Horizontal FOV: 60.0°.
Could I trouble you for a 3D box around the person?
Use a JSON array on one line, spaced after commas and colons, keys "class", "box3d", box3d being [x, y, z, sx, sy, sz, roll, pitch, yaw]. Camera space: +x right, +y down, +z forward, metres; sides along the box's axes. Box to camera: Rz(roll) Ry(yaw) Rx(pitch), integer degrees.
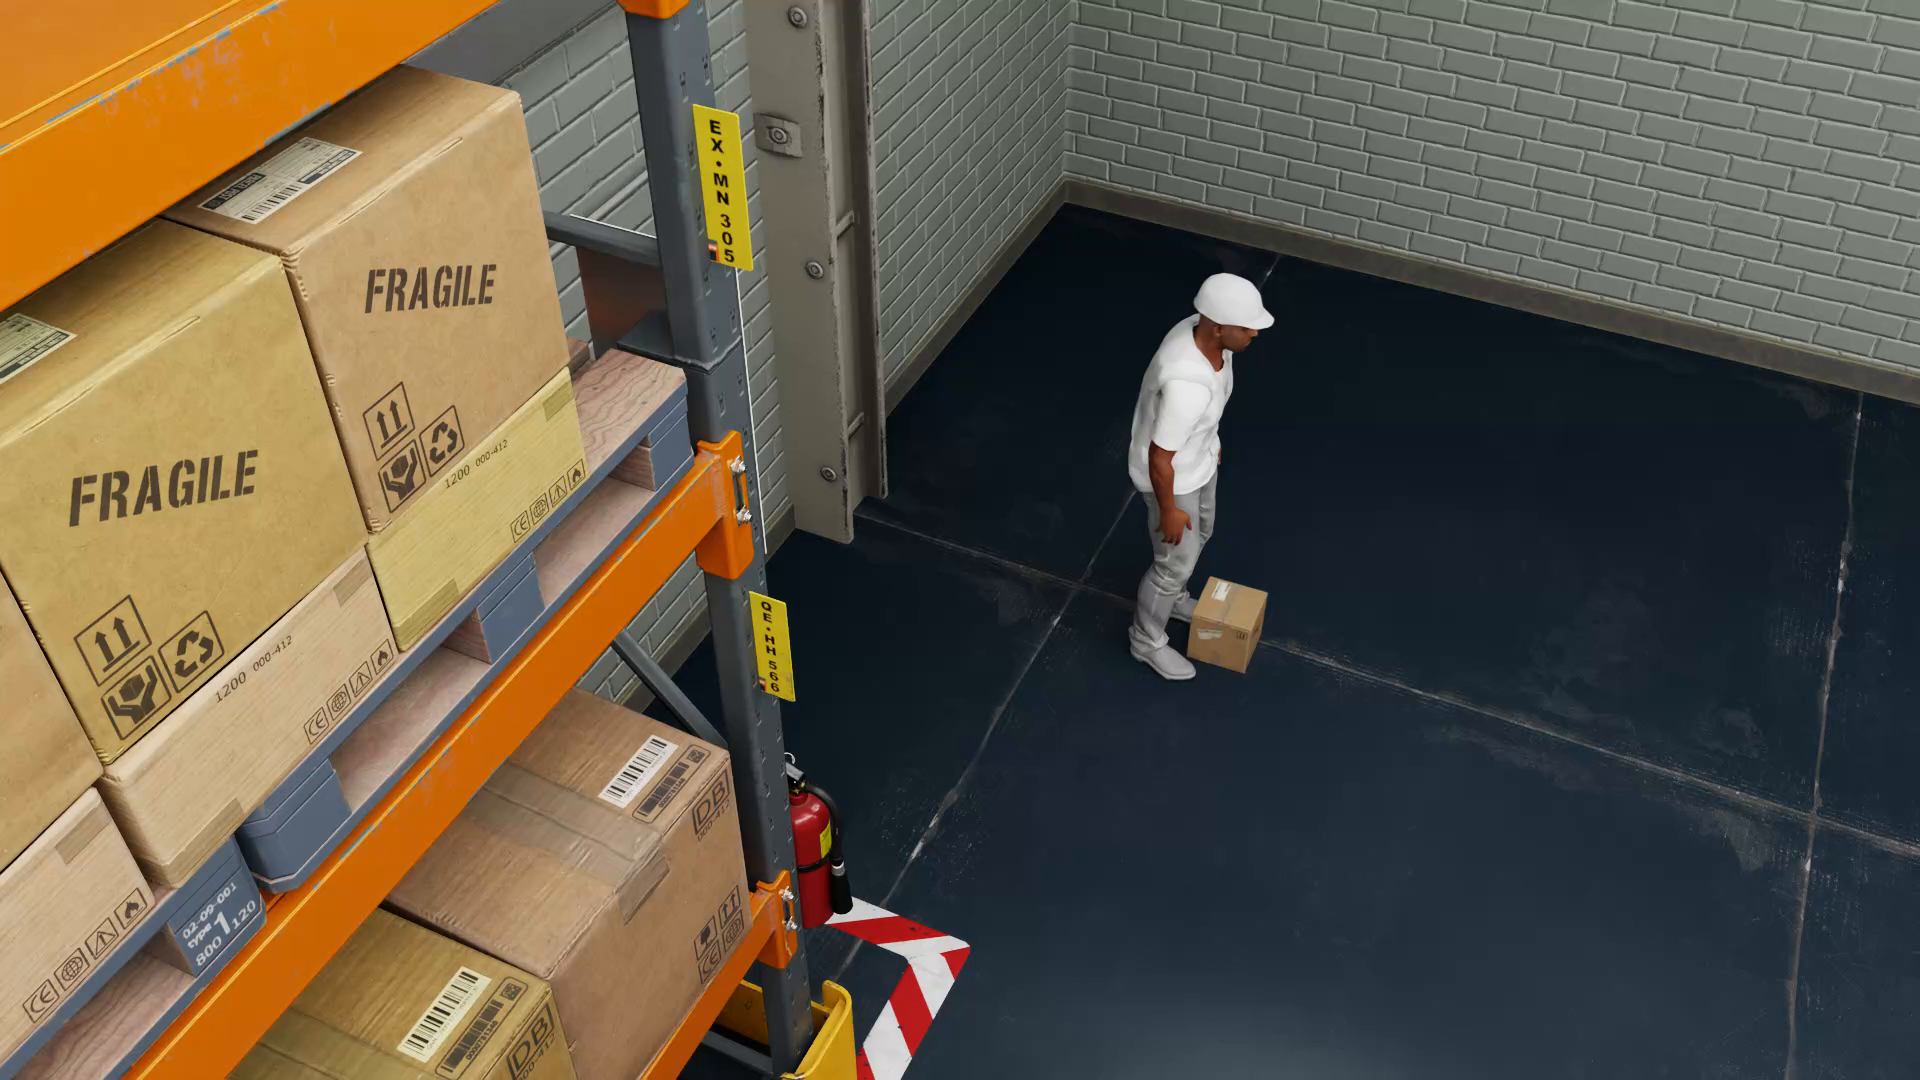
[{"class": "person", "box3d": [0.891, -0.531, 6.219, 0.463, 1.063, 0.624, 16, 44, 17]}]
